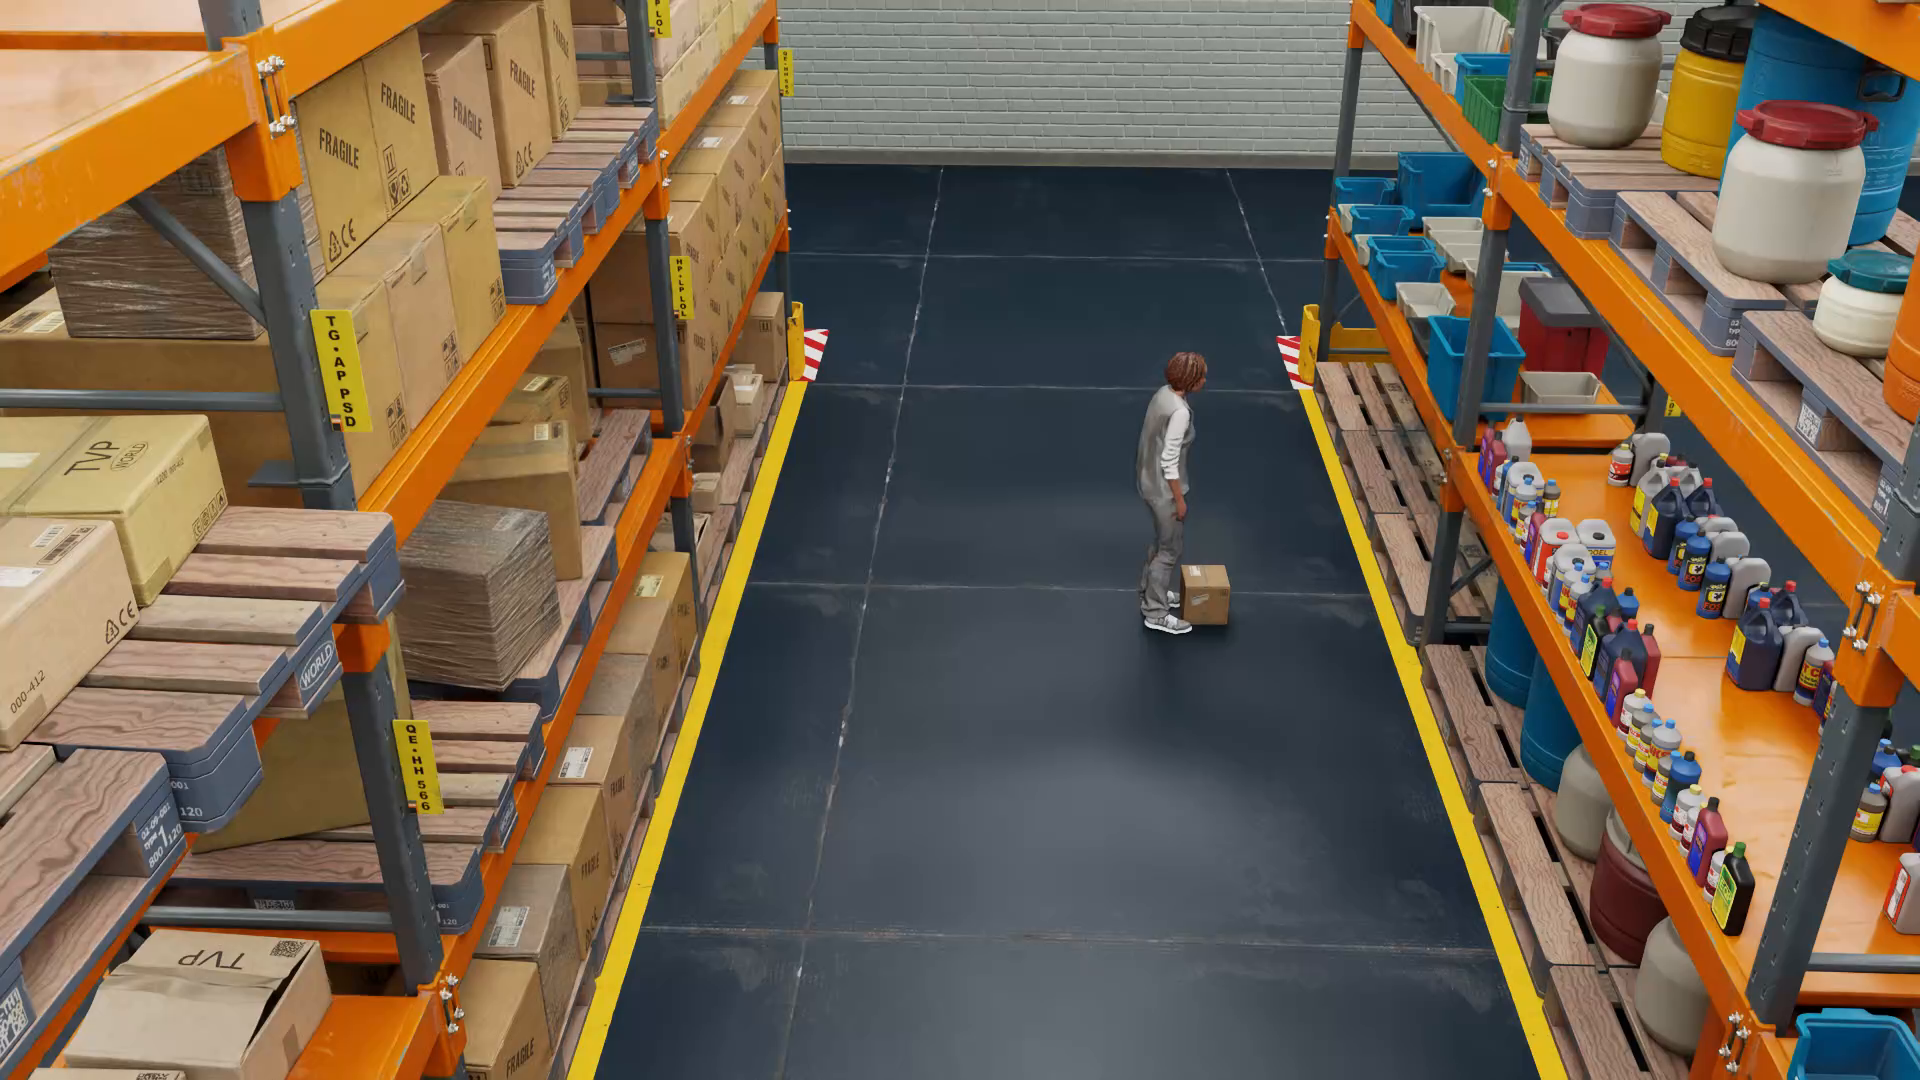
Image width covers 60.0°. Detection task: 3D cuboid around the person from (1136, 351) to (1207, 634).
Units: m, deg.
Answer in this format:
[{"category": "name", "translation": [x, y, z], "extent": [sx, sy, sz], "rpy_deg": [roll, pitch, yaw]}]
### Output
[{"category": "person", "translation": [1.146, -0.276, 9.157], "extent": [0.344, 1.582, 0.485], "rpy_deg": [0, 28, -1]}]
